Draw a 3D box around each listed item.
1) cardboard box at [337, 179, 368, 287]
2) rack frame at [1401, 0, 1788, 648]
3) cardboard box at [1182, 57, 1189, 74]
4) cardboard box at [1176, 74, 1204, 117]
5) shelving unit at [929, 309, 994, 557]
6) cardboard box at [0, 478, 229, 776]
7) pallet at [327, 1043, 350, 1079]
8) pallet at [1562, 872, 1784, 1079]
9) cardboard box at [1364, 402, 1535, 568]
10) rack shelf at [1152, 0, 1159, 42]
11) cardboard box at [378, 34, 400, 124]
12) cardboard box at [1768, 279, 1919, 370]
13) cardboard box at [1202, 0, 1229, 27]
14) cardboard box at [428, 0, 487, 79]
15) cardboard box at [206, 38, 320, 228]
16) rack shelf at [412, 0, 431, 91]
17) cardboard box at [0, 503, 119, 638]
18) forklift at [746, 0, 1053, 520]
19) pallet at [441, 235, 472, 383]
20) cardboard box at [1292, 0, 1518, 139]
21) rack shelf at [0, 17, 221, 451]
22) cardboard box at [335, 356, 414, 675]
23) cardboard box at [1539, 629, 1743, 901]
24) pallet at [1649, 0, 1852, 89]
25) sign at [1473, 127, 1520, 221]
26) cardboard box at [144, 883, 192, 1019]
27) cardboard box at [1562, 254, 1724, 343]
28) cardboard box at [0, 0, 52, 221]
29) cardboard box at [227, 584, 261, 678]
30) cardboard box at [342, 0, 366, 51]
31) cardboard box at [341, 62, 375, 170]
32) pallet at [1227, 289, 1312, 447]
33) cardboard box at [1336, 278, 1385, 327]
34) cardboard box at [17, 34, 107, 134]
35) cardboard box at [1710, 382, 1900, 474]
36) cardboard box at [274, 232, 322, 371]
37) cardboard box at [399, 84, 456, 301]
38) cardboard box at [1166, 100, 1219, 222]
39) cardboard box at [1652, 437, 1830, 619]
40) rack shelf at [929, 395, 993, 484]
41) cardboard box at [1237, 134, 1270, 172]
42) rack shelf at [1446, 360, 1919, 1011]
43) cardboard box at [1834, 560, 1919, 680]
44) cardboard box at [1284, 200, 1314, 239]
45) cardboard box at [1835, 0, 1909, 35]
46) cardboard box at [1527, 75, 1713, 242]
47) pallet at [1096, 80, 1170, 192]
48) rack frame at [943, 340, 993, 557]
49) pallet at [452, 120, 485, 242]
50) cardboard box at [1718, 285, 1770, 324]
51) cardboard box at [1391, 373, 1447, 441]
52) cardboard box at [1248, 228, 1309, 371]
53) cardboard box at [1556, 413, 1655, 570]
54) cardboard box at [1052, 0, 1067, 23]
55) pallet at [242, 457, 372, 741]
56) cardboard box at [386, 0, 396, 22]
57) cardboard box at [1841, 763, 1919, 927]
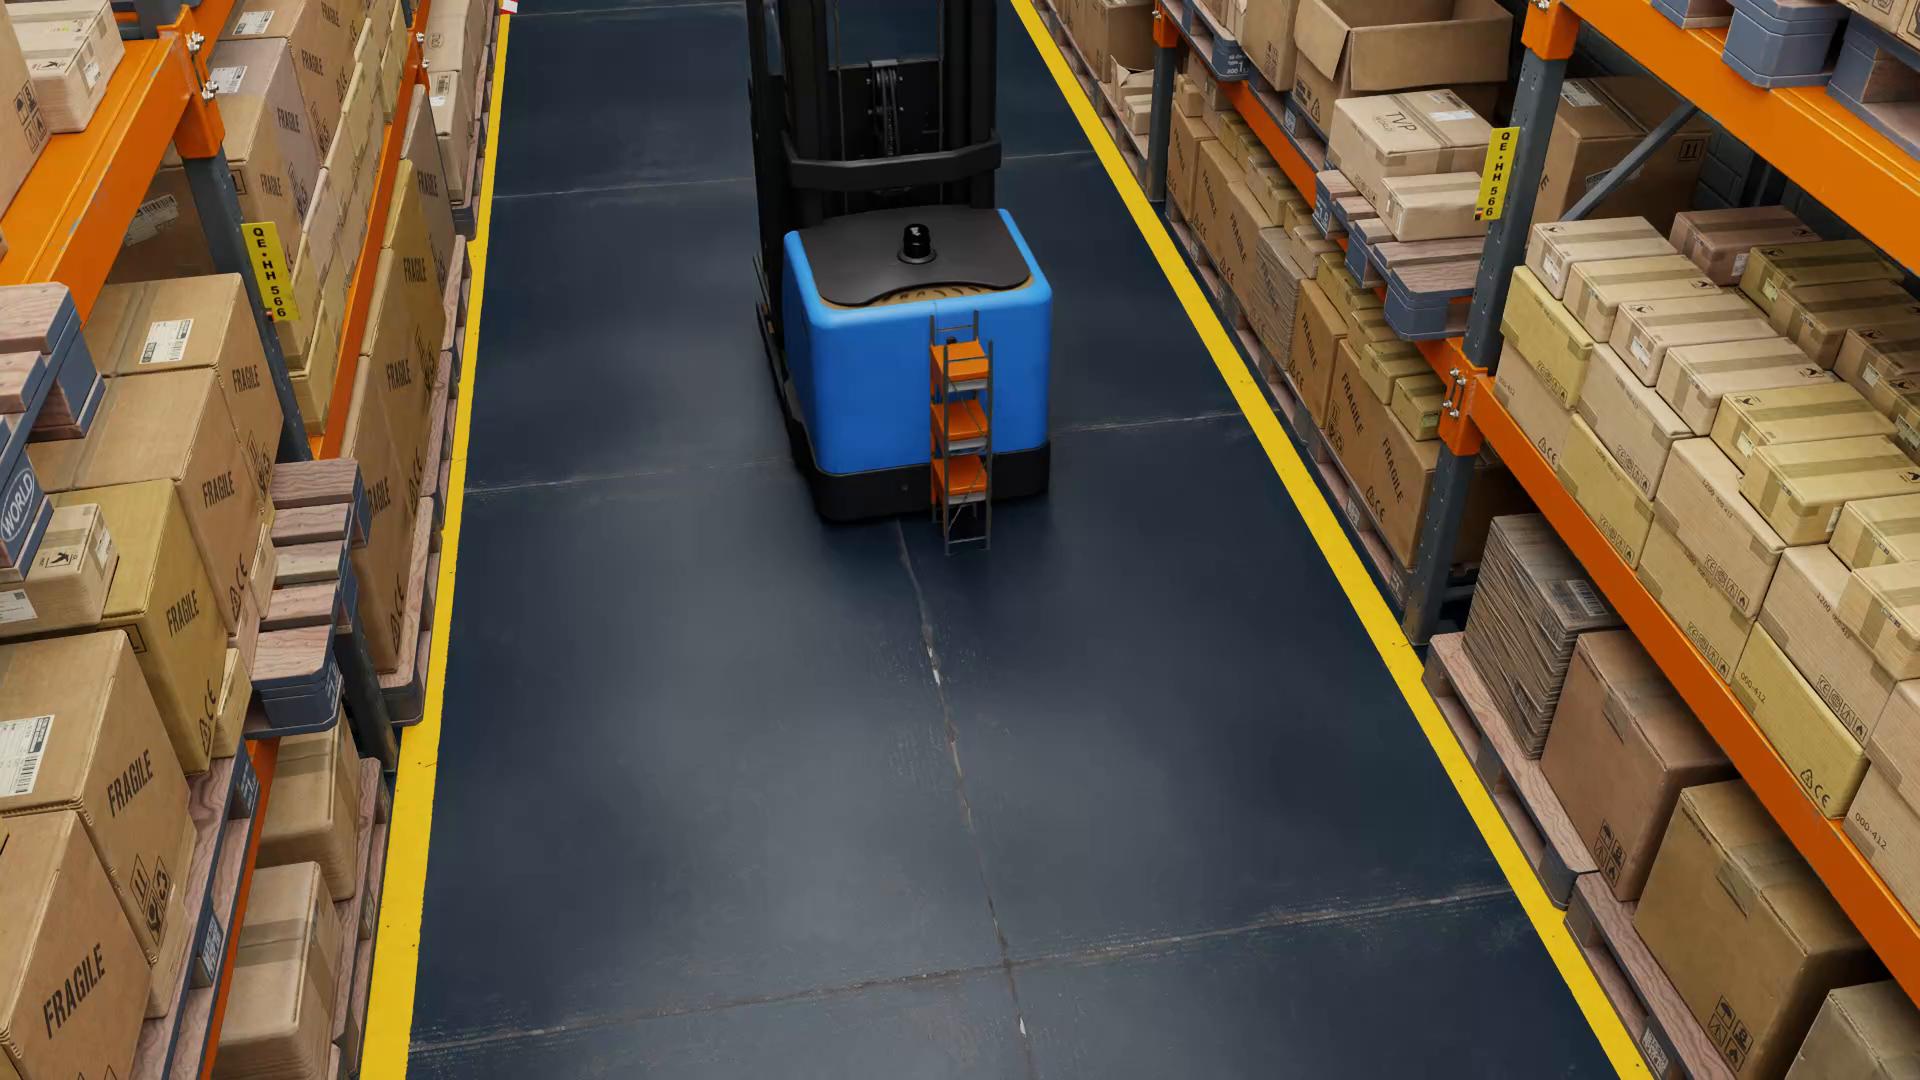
[{"bbox_3d":[-2.617,-1.194,6.464,0.500,0.250,0.500,-5,38,-6],"label":"cardboard box"},{"bbox_3d":[2.301,-0.841,5.887,1.000,3.000,0.127,-6,38,-8],"label":"rack frame"},{"bbox_3d":[1.641,-2.983,10.626,0.380,0.149,0.250,-7,38,-9],"label":"cardboard box"},{"bbox_3d":[1.401,-2.446,9.120,0.380,0.149,0.250,-5,38,-6],"label":"cardboard box"},{"bbox_3d":[0.004,-0.431,6.949,0.215,1.050,0.252,-8,39,-11],"label":"shelving unit"},{"bbox_3d":[-2.040,0.233,3.839,0.500,0.500,0.500,-9,39,-11],"label":"cardboard box"},{"bbox_3d":[-2.239,2.004,4.498,1.003,0.211,1.213,-6,38,-8],"label":"pallet"},{"bbox_3d":[2.618,1.497,5.151,1.003,0.211,1.213,-6,38,-8],"label":"pallet"},{"bbox_3d":[2.015,-0.252,6.824,0.500,0.500,0.500,-5,38,-7],"label":"cardboard box"},{"bbox_3d":[1.249,-4.181,10.773,1.077,0.370,4.000,-6,38,-8],"label":"rack shelf"},{"bbox_3d":[-2.871,-2.110,7.643,0.500,0.250,0.500,-7,38,-9],"label":"cardboard box"},{"bbox_3d":[2.699,-0.653,5.035,0.380,0.149,0.250,-6,38,-8],"label":"cardboard box"},{"bbox_3d":[1.555,-2.833,8.028,0.700,0.500,0.500,-6,38,-7],"label":"cardboard box"},{"bbox_3d":[-3.605,-3.351,10.864,0.875,0.438,0.875,-5,38,-7],"label":"cardboard box"},{"bbox_3d":[-2.527,-1.362,5.661,0.500,0.500,0.500,-6,38,-8],"label":"cardboard box"},{"bbox_3d":[-3.637,-3.645,10.083,1.077,0.370,4.000,-6,38,-8],"label":"rack shelf"},{"bbox_3d":[-2.020,0.074,3.515,0.380,0.149,0.250,-8,39,-10],"label":"cardboard box"},{"bbox_3d":[-0.434,-2.150,7.628,1.130,2.935,3.031,-8,39,-10],"label":"forklift"},{"bbox_3d":[-3.077,-1.162,8.573,1.003,0.211,1.213,-6,38,-8],"label":"pallet"},{"bbox_3d":[1.833,-2.013,6.970,0.797,0.503,0.637,-7,38,-9],"label":"cardboard box"},{"bbox_3d":[-2.234,0.003,2.943,1.077,0.370,4.000,-6,38,-8],"label":"rack shelf"},{"bbox_3d":[-2.624,-0.058,6.269,0.875,0.875,0.875,-7,38,-8],"label":"cardboard box"},{"bbox_3d":[2.519,0.703,5.493,0.875,0.625,0.625,-5,38,-6],"label":"cardboard box"},{"bbox_3d":[2.508,-1.550,4.510,1.213,0.211,1.003,-5,38,-6],"label":"pallet"},{"bbox_3d":[1.769,-1.203,5.474,0.100,0.325,0.005,-6,38,-8],"label":"sign"},{"bbox_3d":[-1.871,0.887,3.526,0.380,0.149,0.250,-5,38,-6],"label":"cardboard box"},{"bbox_3d":[2.115,-0.751,5.162,0.380,0.149,0.250,-5,38,-7],"label":"cardboard box"},{"bbox_3d":[-2.429,-0.955,3.508,0.700,0.500,0.500,-6,38,-8],"label":"cardboard box"},{"bbox_3d":[-2.053,0.256,4.338,0.380,0.149,0.250,-8,39,-10],"label":"cardboard box"},{"bbox_3d":[-2.793,-2.292,6.859,0.500,0.500,0.500,-5,38,-7],"label":"cardboard box"},{"bbox_3d":[-2.671,-1.698,6.705,0.500,0.250,0.500,-6,38,-7],"label":"cardboard box"},{"bbox_3d":[1.997,-0.930,8.275,1.003,0.211,1.213,-6,38,-8],"label":"pallet"},{"bbox_3d":[1.883,-1.036,7.306,0.380,0.149,0.250,-5,38,-7],"label":"cardboard box"},{"bbox_3d":[-2.271,-1.073,3.946,0.380,0.149,0.250,-6,38,-8],"label":"cardboard box"},{"bbox_3d":[2.317,-0.294,4.573,0.380,0.149,0.250,-6,38,-7],"label":"cardboard box"},{"bbox_3d":[-2.431,-0.775,5.518,0.500,0.250,0.500,-6,38,-8],"label":"cardboard box"},{"bbox_3d":[-3.099,-1.682,8.359,0.875,0.875,0.875,-5,38,-7],"label":"cardboard box"},{"bbox_3d":[1.463,-2.119,9.228,0.500,0.500,0.500,-5,38,-6],"label":"cardboard box"},{"bbox_3d":[2.299,-0.064,4.602,0.500,0.250,0.500,-7,38,-9],"label":"cardboard box"},{"bbox_3d":[0.004,-0.423,6.955,0.215,0.259,0.240,-8,39,-11],"label":"rack shelf"},{"bbox_3d":[1.643,-1.970,8.507,0.380,0.149,0.250,-7,38,-9],"label":"cardboard box"},{"bbox_3d":[2.652,0.651,4.553,1.077,0.370,4.000,-6,38,-8],"label":"rack shelf"},{"bbox_3d":[2.348,0.177,3.967,0.380,0.149,0.250,-7,38,-9],"label":"cardboard box"},{"bbox_3d":[1.767,-1.505,7.908,0.380,0.149,0.250,-6,38,-8],"label":"cardboard box"},{"bbox_3d":[2.375,-1.512,3.802,0.700,0.500,0.500,-7,38,-9],"label":"cardboard box"},{"bbox_3d":[2.365,-1.374,6.150,0.500,0.500,0.500,-5,38,-6],"label":"cardboard box"},{"bbox_3d":[1.480,-2.570,10.387,1.003,0.211,1.213,-6,38,-8],"label":"pallet"},{"bbox_3d":[0.032,-0.358,6.855,0.200,1.050,0.008,-8,39,-11],"label":"rack frame"},{"bbox_3d":[-3.343,-2.087,9.765,1.003,0.211,1.213,-6,38,-8],"label":"pallet"},{"bbox_3d":[2.654,-0.738,5.469,0.500,0.250,0.500,-5,38,-7],"label":"cardboard box"},{"bbox_3d":[1.965,-0.547,6.675,0.380,0.149,0.250,-8,39,-10],"label":"cardboard box"},{"bbox_3d":[1.734,-1.183,8.023,0.500,0.500,0.500,-8,38,-10],"label":"cardboard box"},{"bbox_3d":[2.222,-0.183,5.163,0.500,0.250,0.500,-7,38,-9],"label":"cardboard box"},{"bbox_3d":[1.024,-3.951,11.586,0.700,0.500,0.500,-5,38,-6],"label":"cardboard box"},{"bbox_3d":[-2.355,0.190,4.717,1.213,0.211,1.003,-6,38,-8],"label":"pallet"},{"bbox_3d":[-2.970,-2.619,7.891,0.500,0.250,0.500,-6,38,-8],"label":"cardboard box"},{"bbox_3d":[2.506,0.752,3.959,0.500,0.250,0.500,-6,38,-8],"label":"cardboard box"}]
